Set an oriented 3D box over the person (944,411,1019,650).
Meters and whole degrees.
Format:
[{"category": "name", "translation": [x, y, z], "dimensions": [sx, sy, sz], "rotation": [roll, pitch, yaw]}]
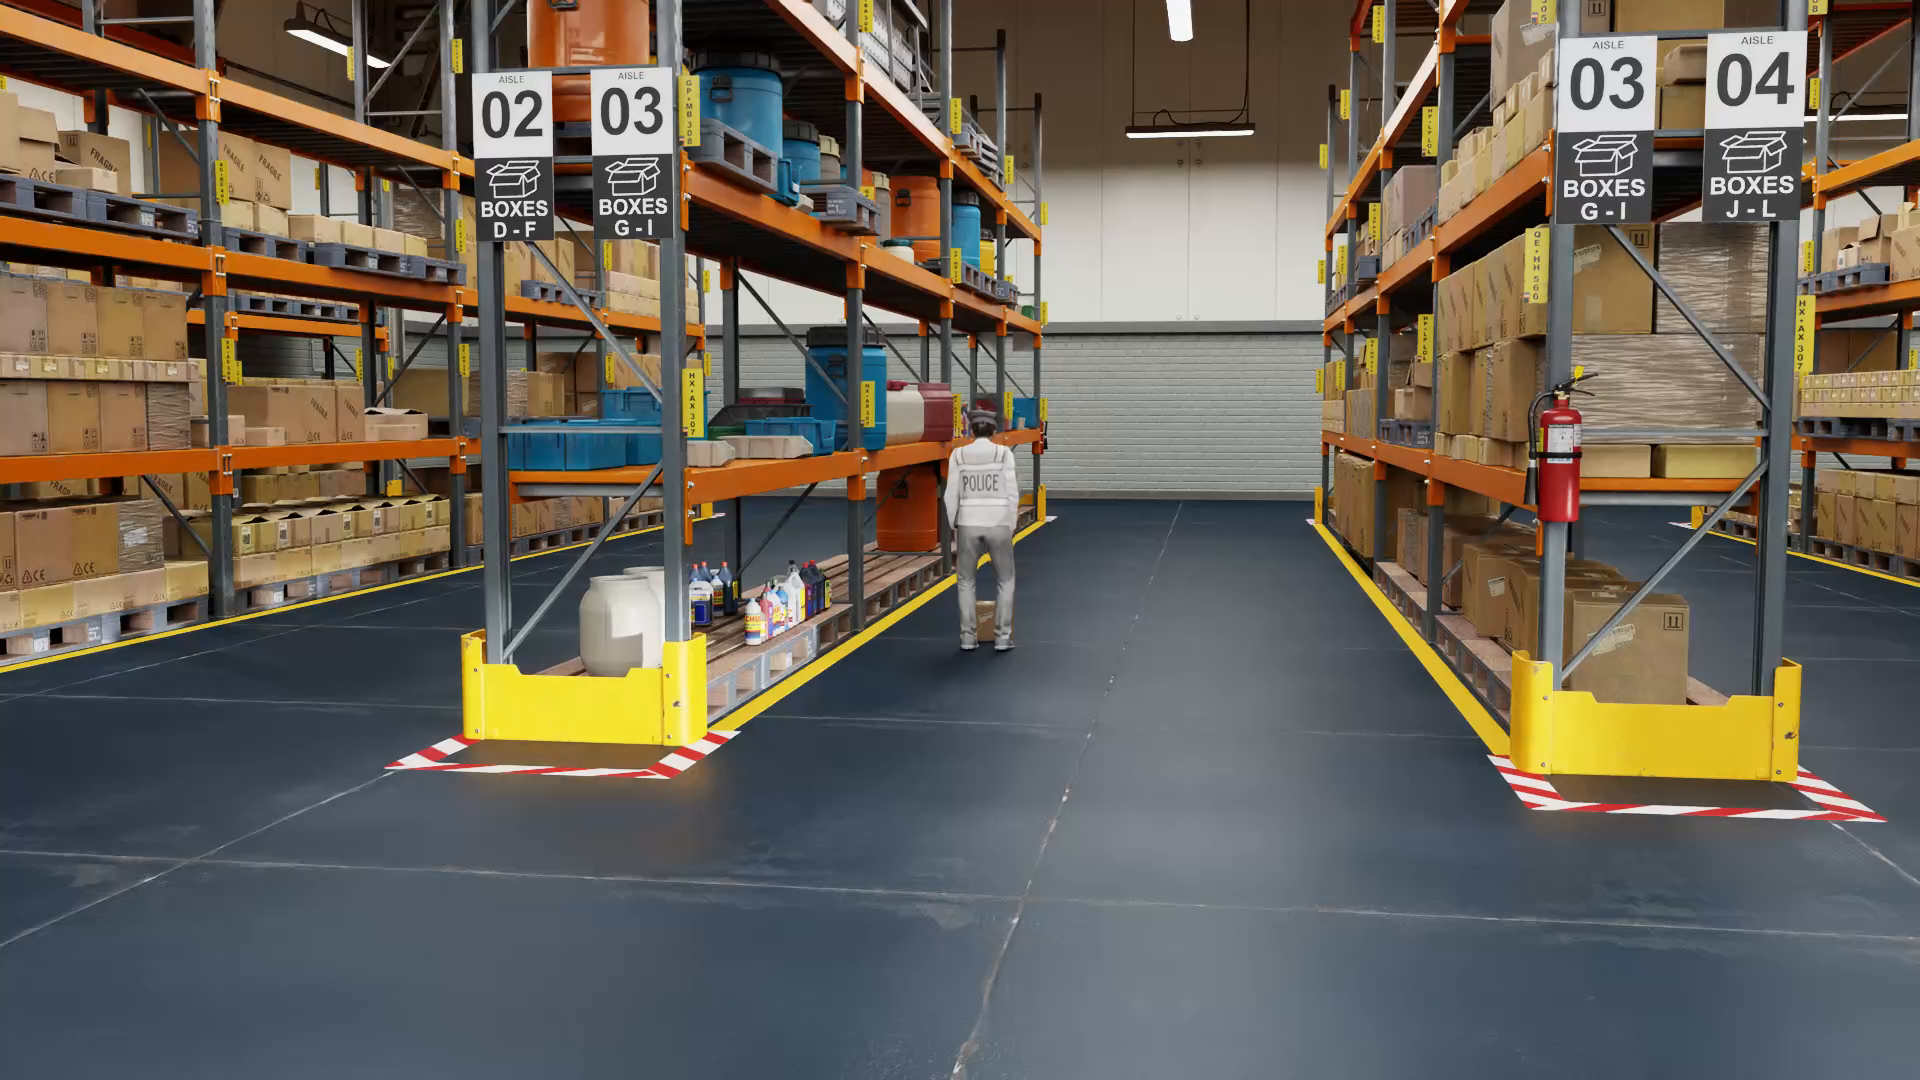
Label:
[{"category": "person", "translation": [0.146, -0.063, 11.140], "dimensions": [0.508, 1.604, 0.485], "rotation": [1, 5, 10]}]
